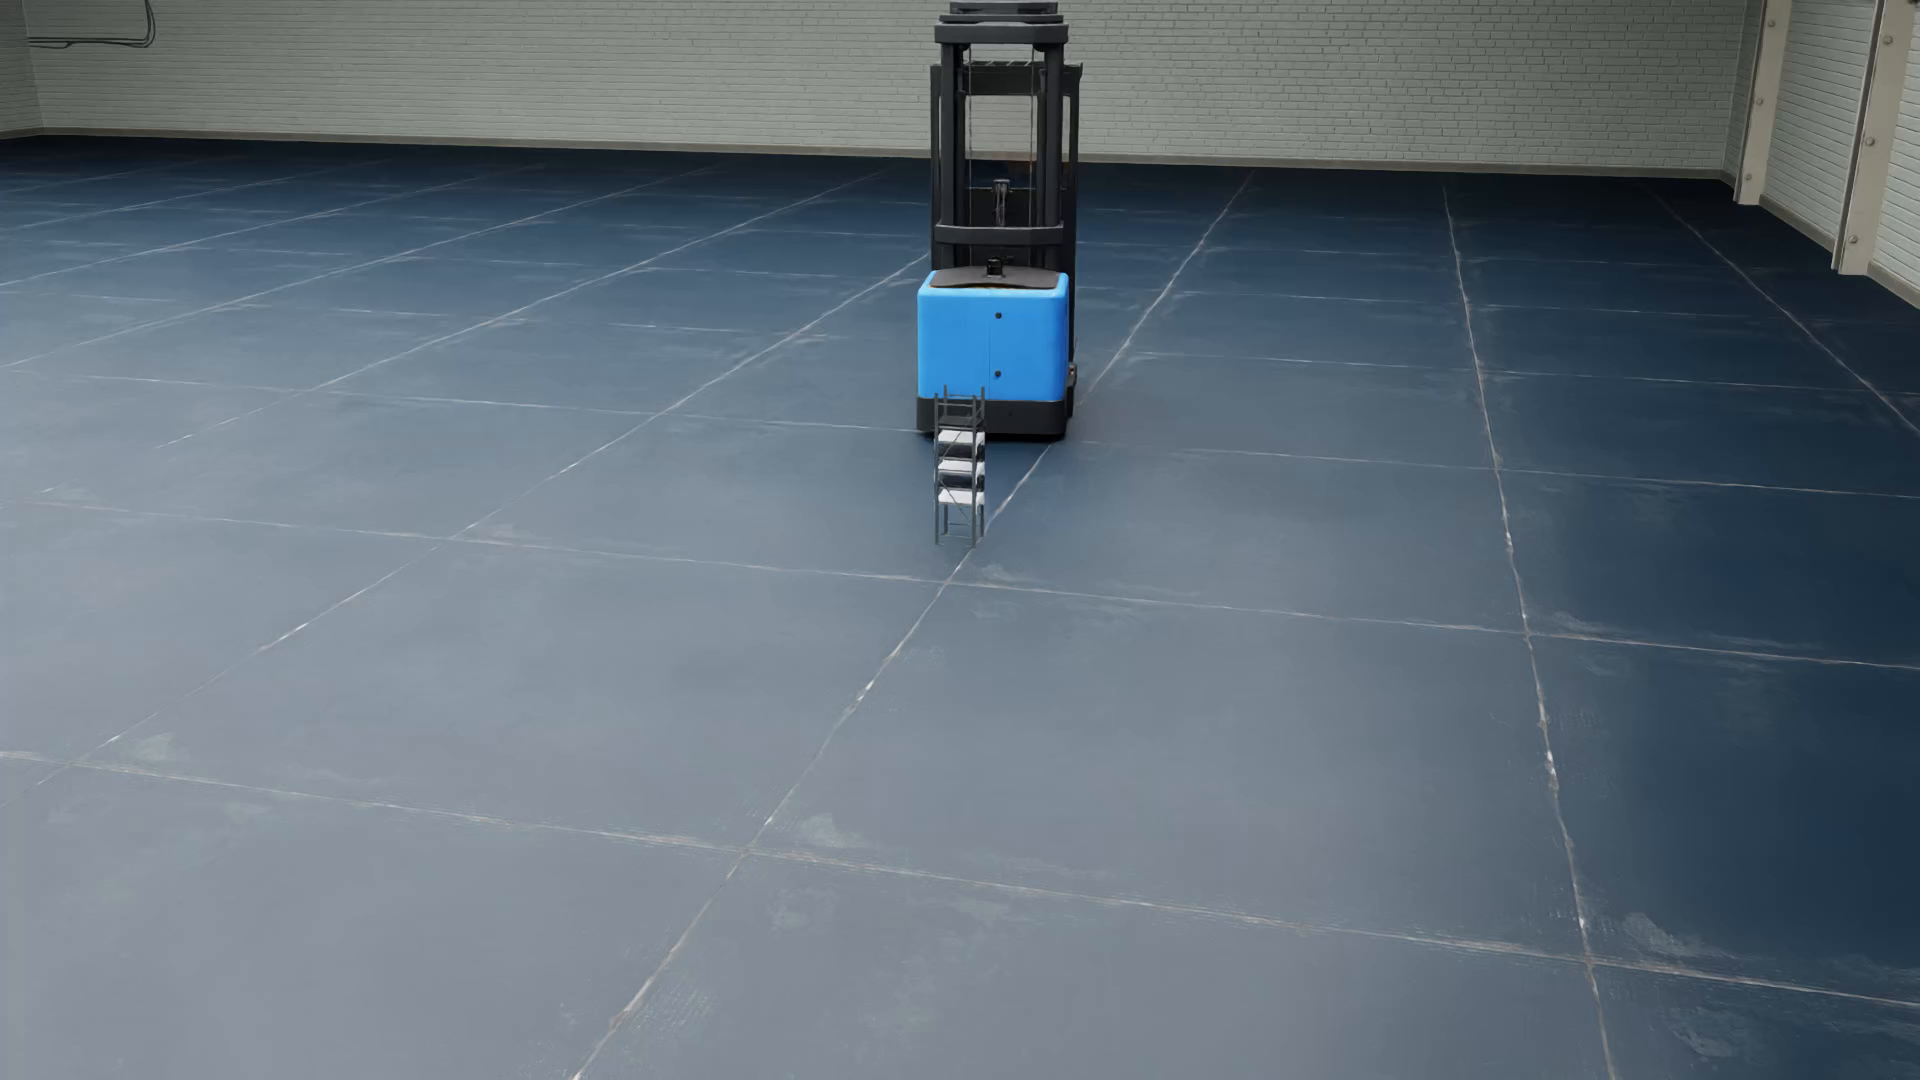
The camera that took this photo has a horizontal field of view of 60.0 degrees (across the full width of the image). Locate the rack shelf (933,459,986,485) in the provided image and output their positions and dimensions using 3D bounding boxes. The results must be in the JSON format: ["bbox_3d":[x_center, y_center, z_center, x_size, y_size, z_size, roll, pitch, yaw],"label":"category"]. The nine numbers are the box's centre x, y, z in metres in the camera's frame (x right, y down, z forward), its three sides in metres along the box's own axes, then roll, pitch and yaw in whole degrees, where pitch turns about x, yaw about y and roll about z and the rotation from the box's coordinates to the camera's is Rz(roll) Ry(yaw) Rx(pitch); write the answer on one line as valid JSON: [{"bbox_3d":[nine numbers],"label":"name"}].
[{"bbox_3d":[-0.002,-0.392,9.545,0.258,0.077,0.200,5,19,13],"label":"rack shelf"}]

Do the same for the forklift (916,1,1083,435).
[{"bbox_3d":[0.351,-2.555,12.633,1.130,2.935,3.031,2,19,5],"label":"forklift"}]

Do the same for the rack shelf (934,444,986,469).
[{"bbox_3d":[-0.002,-0.477,9.516,0.258,0.077,0.200,5,19,13],"label":"rack shelf"}]

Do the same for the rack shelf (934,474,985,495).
[{"bbox_3d":[-0.002,-0.307,9.575,0.258,0.077,0.200,5,19,13],"label":"rack shelf"}]

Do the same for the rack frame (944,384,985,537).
[{"bbox_3d":[0.023,-0.455,9.628,0.240,0.900,0.006,5,19,13],"label":"rack frame"}]

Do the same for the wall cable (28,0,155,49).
[{"bbox_3d":[-17.251,-10.937,32.590,3.097,2.526,0.112,5,19,13],"label":"wall cable"}]

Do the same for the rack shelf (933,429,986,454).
[{"bbox_3d":[-0.002,-0.562,9.487,0.258,0.077,0.200,5,19,13],"label":"rack shelf"}]

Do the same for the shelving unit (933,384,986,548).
[{"bbox_3d":[-0.002,-0.423,9.535,0.258,0.900,0.210,5,19,13],"label":"shelving unit"}]

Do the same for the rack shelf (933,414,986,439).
[{"bbox_3d":[-0.002,-0.647,9.458,0.258,0.077,0.200,5,19,13],"label":"rack shelf"}]

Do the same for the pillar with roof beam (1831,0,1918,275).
[{"bbox_3d":[5.652,-7.559,17.897,9.100,9.000,0.400,5,19,13],"label":"pillar with roof beam"}]

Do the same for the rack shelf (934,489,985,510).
[{"bbox_3d":[-0.002,-0.221,9.604,0.258,0.077,0.200,5,19,13],"label":"rack shelf"}]

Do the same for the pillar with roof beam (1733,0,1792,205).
[{"bbox_3d":[7.118,-9.440,23.403,9.100,9.000,0.400,5,19,13],"label":"pillar with roof beam"}]

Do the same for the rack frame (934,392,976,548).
[{"bbox_3d":[-0.027,-0.391,9.441,0.240,0.900,0.006,5,19,13],"label":"rack frame"}]
